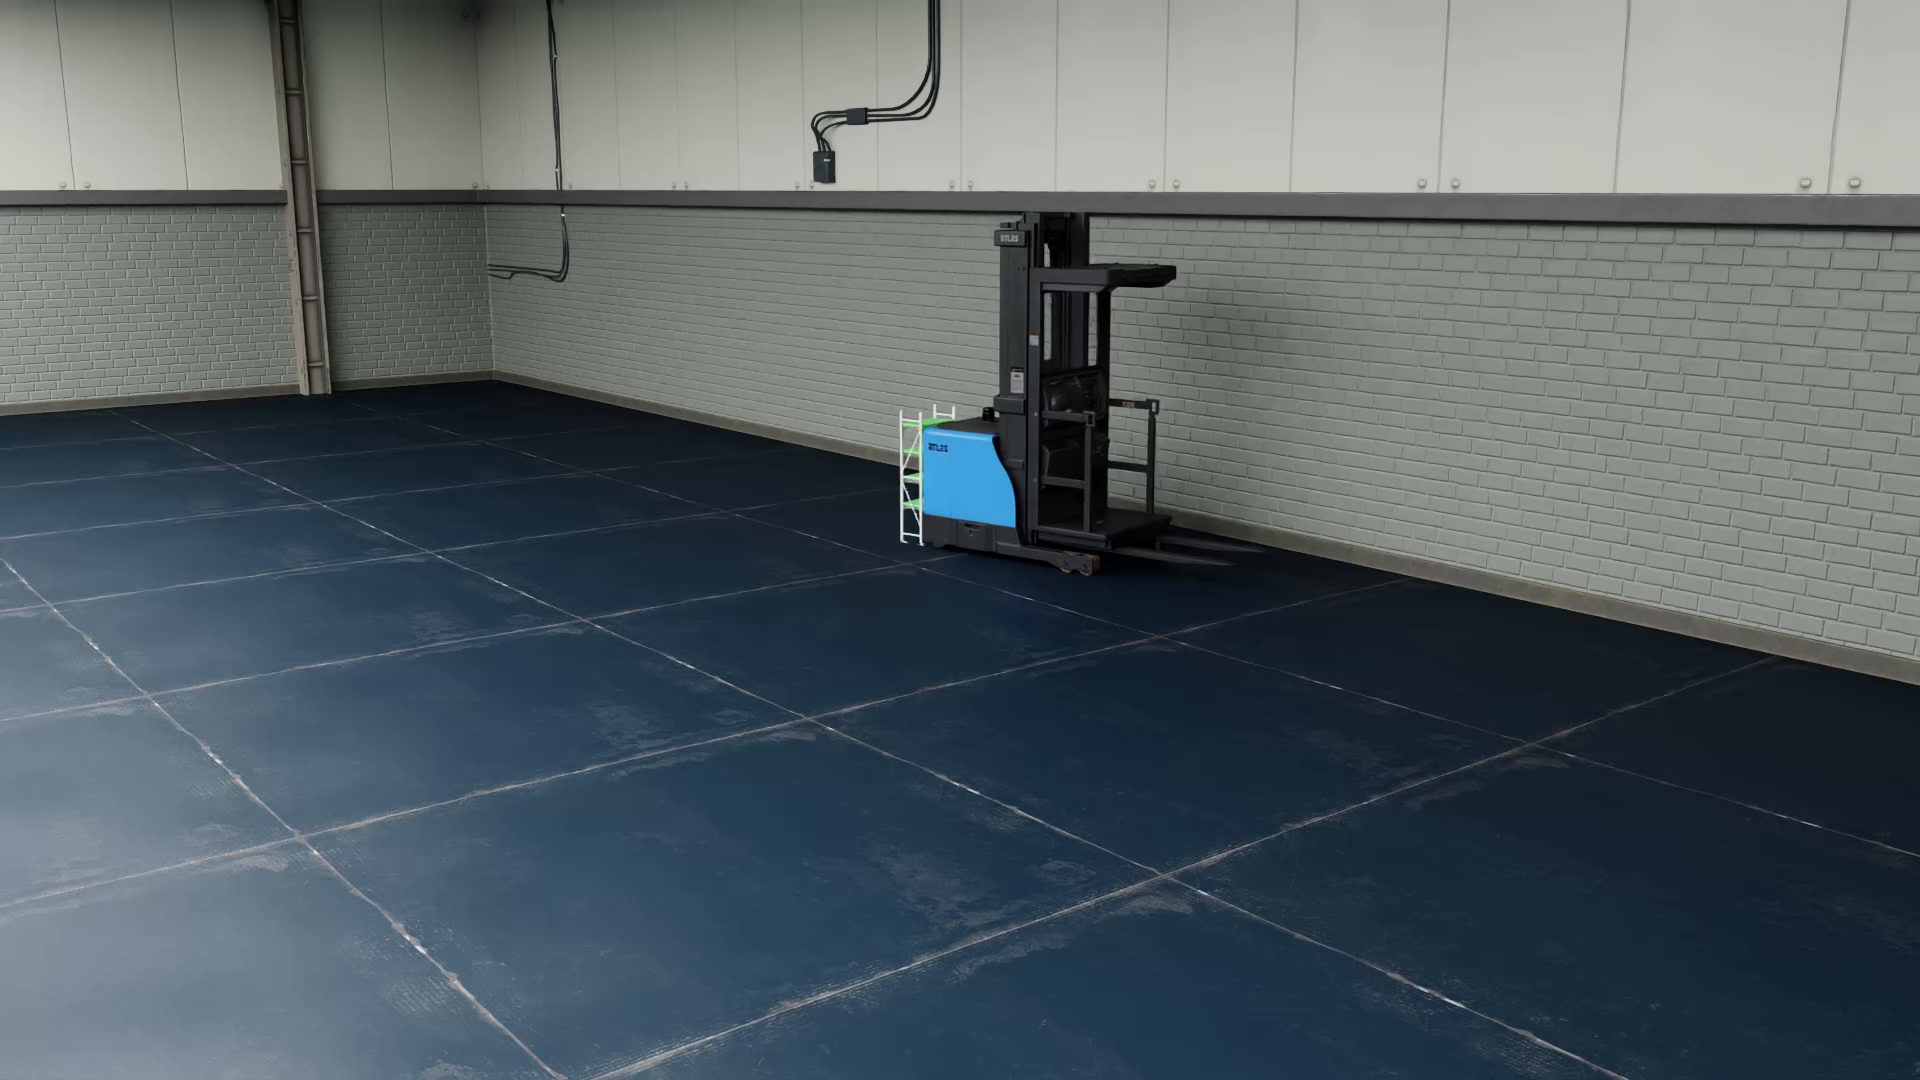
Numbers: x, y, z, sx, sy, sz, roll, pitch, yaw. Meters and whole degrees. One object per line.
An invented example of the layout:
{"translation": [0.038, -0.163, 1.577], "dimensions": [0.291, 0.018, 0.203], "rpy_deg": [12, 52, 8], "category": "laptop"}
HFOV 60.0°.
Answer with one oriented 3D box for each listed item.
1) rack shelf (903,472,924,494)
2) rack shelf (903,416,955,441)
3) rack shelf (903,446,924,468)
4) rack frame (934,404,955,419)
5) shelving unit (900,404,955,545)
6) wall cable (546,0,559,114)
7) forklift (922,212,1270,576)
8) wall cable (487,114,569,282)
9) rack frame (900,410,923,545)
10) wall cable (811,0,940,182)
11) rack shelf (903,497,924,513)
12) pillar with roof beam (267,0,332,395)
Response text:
{"translation": [-0.288, -0.533, 15.058], "dimensions": [0.258, 0.148, 0.480], "rpy_deg": [9, 15, 36], "category": "rack shelf"}
{"translation": [-0.288, -1.003, 14.958], "dimensions": [0.258, 0.148, 0.480], "rpy_deg": [9, 15, 36], "category": "rack shelf"}
{"translation": [-0.288, -0.768, 15.008], "dimensions": [0.258, 0.148, 0.480], "rpy_deg": [9, 15, 36], "category": "rack shelf"}
{"translation": [-0.141, -0.636, 15.236], "dimensions": [0.240, 1.200, 0.015], "rpy_deg": [9, 15, 36], "category": "rack frame"}
{"translation": [-0.288, -0.596, 15.045], "dimensions": [0.258, 1.200, 0.503], "rpy_deg": [9, 15, 36], "category": "shelving unit"}
{"translation": [-5.208, -7.364, 23.461], "dimensions": [0.112, 2.526, 3.097], "rpy_deg": [-9, 15, -38], "category": "wall cable"}
{"translation": [1.141, -1.263, 14.021], "dimensions": [3.031, 2.935, 1.130], "rpy_deg": [9, 15, 36], "category": "forklift"}
{"translation": [-6.898, -5.332, 26.052], "dimensions": [0.112, 2.526, 3.097], "rpy_deg": [-9, 15, -38], "category": "wall cable"}
{"translation": [-0.434, -0.555, 14.854], "dimensions": [0.240, 1.200, 0.015], "rpy_deg": [9, 15, 36], "category": "rack frame"}
{"translation": [-0.979, -6.973, 18.116], "dimensions": [0.169, 6.003, 2.305], "rpy_deg": [-9, 15, -38], "category": "wall cable"}
{"translation": [-0.288, -0.298, 15.108], "dimensions": [0.258, 0.148, 0.480], "rpy_deg": [9, 15, 36], "category": "rack shelf"}
{"translation": [-7.335, -5.985, 21.651], "dimensions": [0.400, 9.000, 9.100], "rpy_deg": [-9, 15, -38], "category": "pillar with roof beam"}
